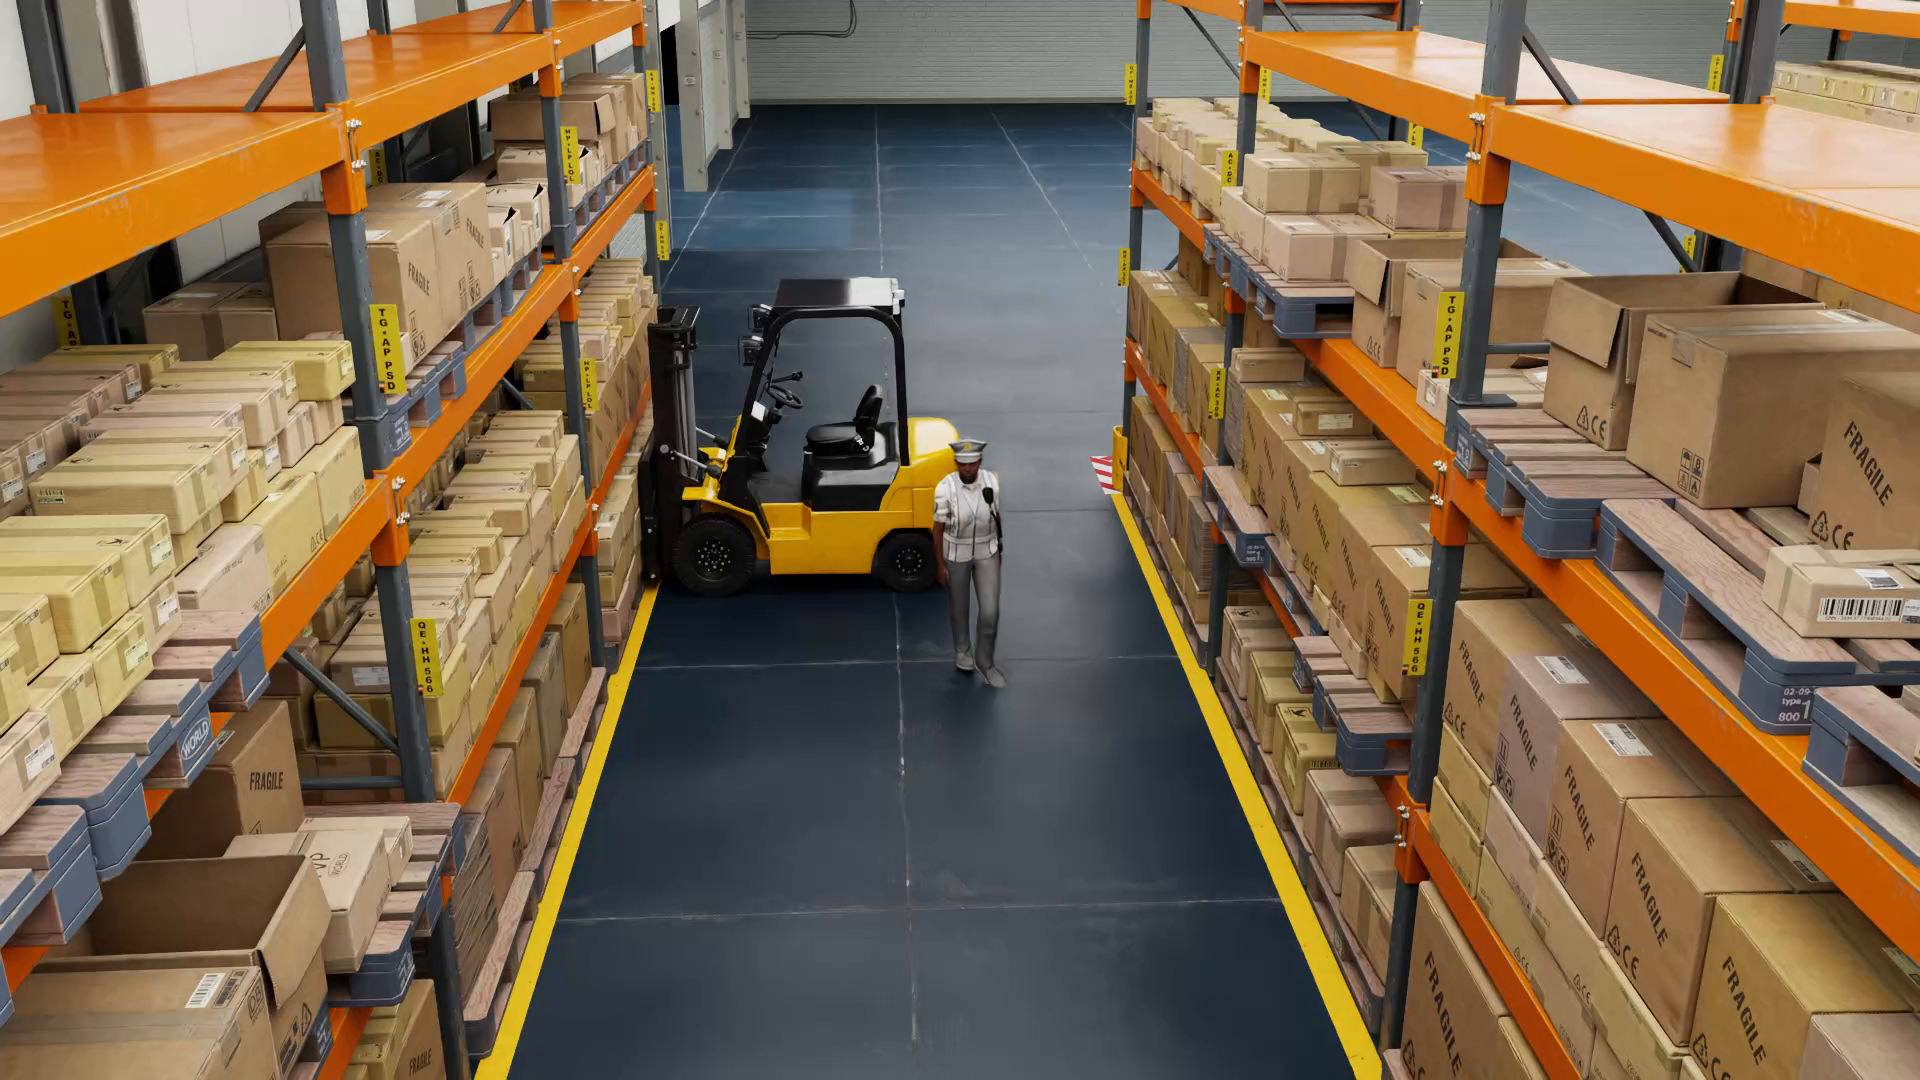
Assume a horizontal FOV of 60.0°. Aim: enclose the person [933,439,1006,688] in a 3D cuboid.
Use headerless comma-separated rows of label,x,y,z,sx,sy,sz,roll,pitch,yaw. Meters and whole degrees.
person,0.050,0.123,10.781,0.475,1.728,0.511,-3,21,-8
